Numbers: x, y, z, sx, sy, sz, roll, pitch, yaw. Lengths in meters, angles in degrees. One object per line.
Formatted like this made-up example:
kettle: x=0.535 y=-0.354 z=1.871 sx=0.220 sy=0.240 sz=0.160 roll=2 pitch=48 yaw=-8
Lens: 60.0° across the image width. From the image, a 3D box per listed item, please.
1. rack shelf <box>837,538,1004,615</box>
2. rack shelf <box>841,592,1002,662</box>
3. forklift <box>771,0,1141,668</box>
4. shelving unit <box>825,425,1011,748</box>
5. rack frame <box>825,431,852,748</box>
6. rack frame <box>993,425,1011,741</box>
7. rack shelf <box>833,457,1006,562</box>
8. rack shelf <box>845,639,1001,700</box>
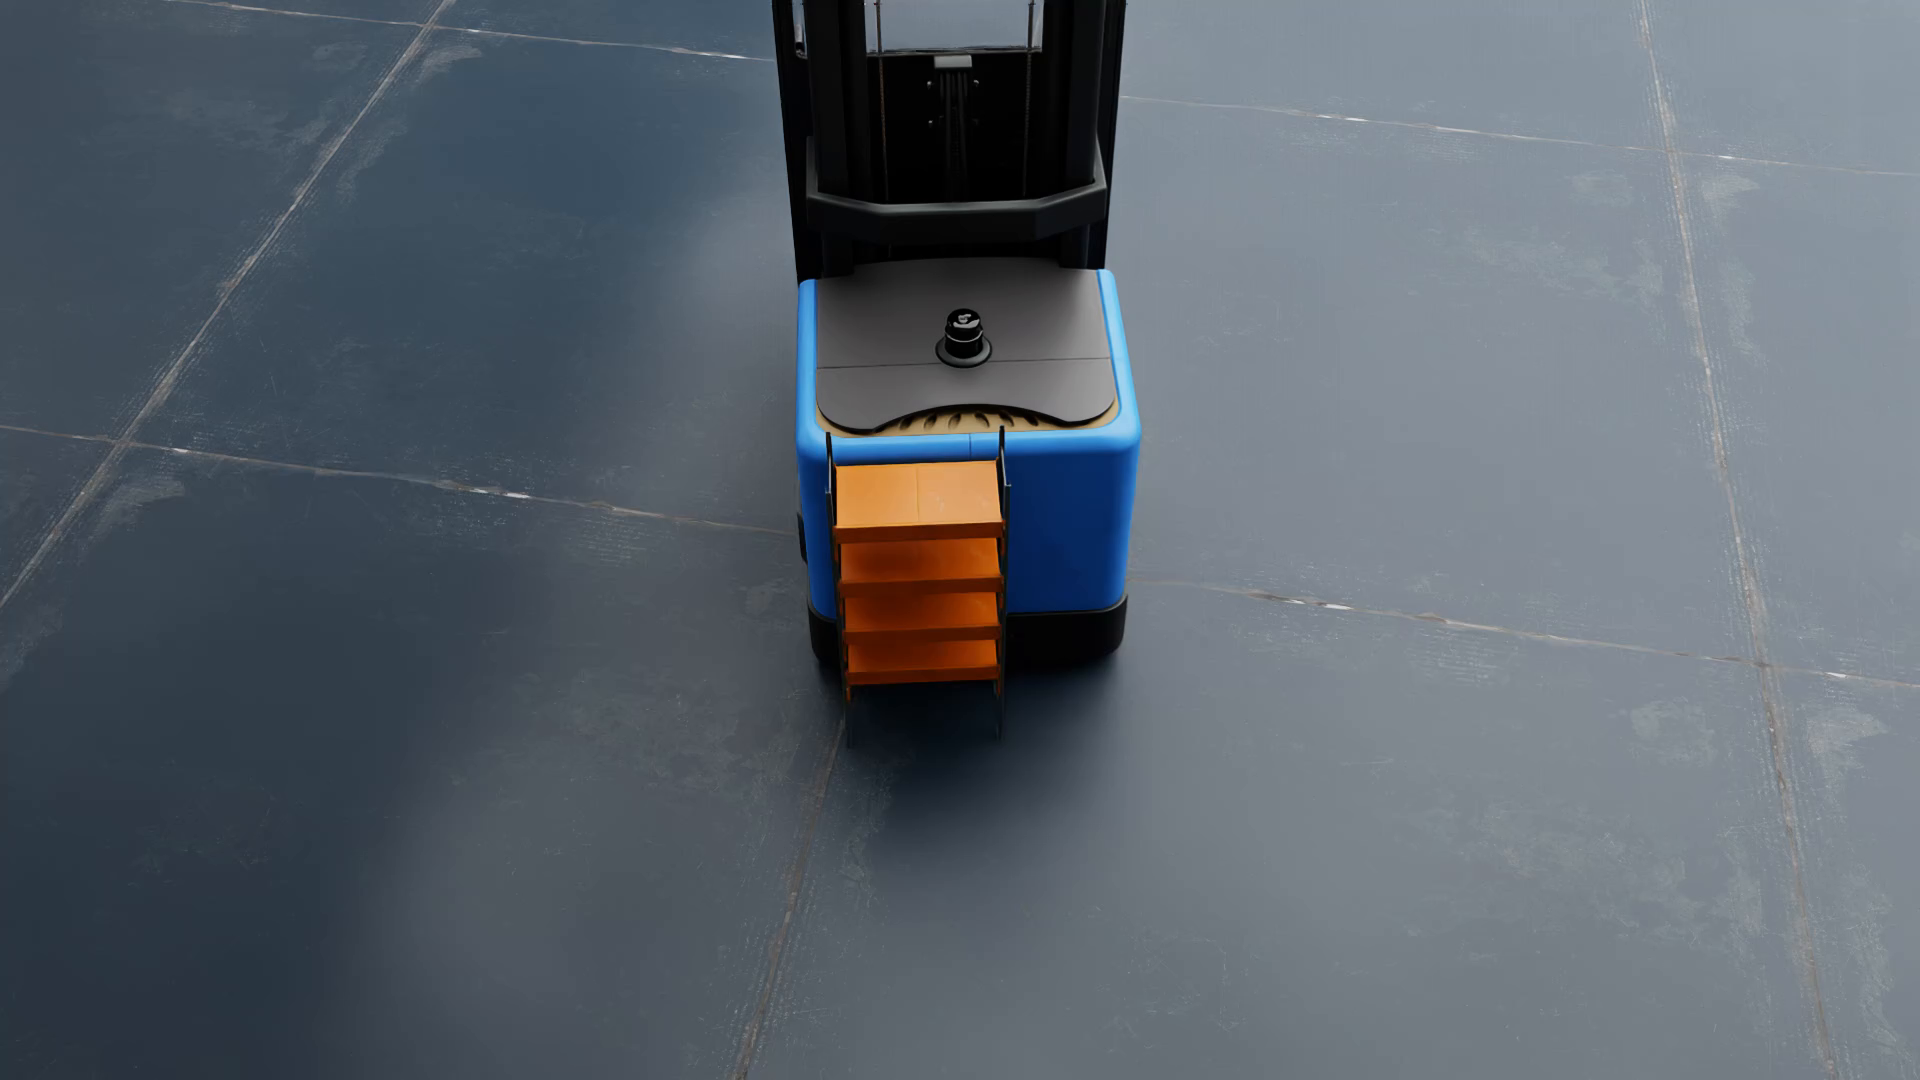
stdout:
rack shelf: x=-0.120 y=0.070 z=4.919 sx=0.480 sy=0.148 sz=0.258 roll=-2 pitch=48 yaw=-2
rack shelf: x=-0.120 y=0.219 z=5.085 sx=0.480 sy=0.148 sz=0.258 roll=-2 pitch=48 yaw=-2
forklift: x=-0.047 y=-1.646 z=5.508 sx=1.130 sy=2.935 sz=3.031 roll=-2 pitch=48 yaw=-2
shelving unit: x=-0.120 y=0.174 z=5.035 sx=0.503 sy=1.200 sz=0.258 roll=-2 pitch=48 yaw=-2
rack frame: x=-0.363 y=0.184 z=5.027 sx=0.015 sy=1.200 sz=0.240 roll=-2 pitch=48 yaw=-2
rack frame: x=0.124 y=0.165 z=5.044 sx=0.015 sy=1.200 sz=0.240 roll=-2 pitch=48 yaw=-2
rack shelf: x=-0.120 y=-0.088 z=4.742 sx=0.480 sy=0.148 sz=0.258 roll=-2 pitch=48 yaw=-2
rack shelf: x=-0.120 y=0.351 z=5.233 sx=0.480 sy=0.148 sz=0.258 roll=-2 pitch=48 yaw=-2
